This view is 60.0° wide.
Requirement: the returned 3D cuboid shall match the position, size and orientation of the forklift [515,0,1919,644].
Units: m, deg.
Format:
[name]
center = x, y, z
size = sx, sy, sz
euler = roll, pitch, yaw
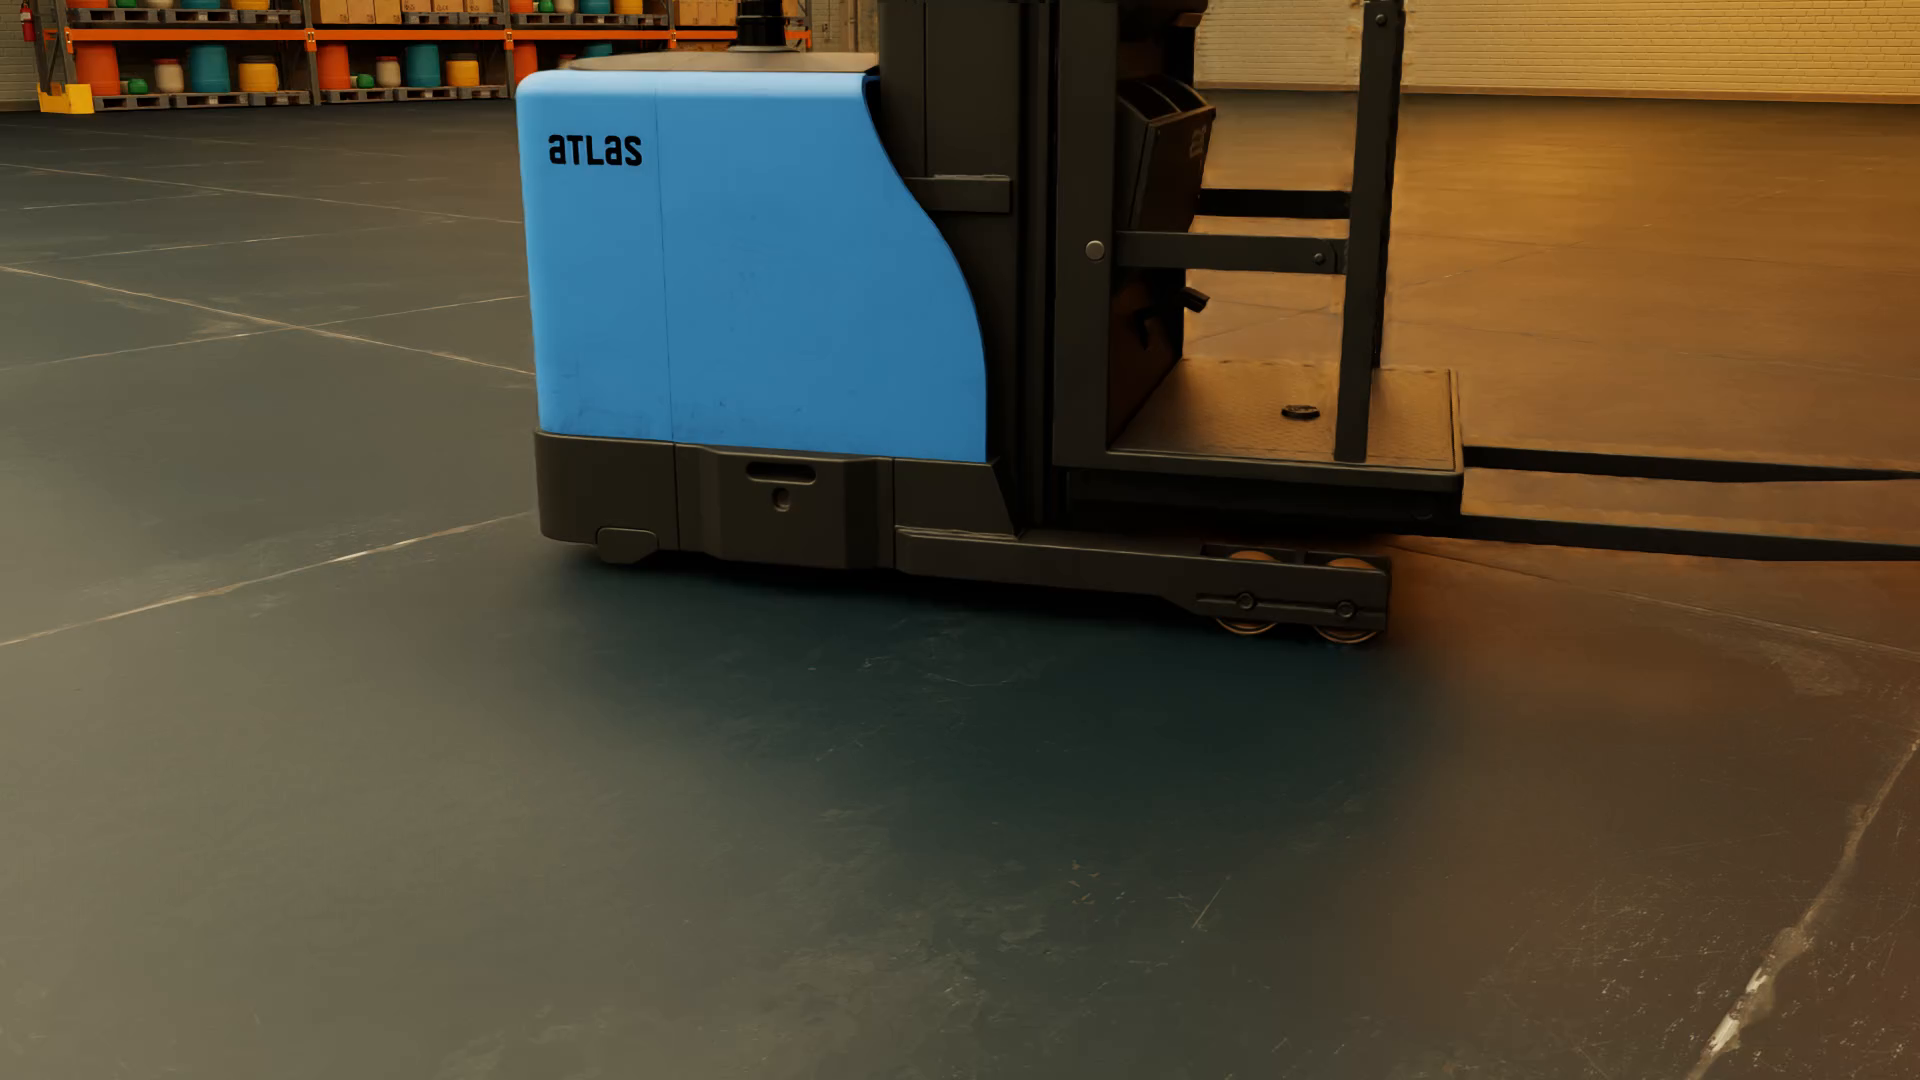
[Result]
[forklift]
center = 0.624, -1.369, 3.406
size = 3.031, 2.935, 1.130
euler = 5, 17, 15
